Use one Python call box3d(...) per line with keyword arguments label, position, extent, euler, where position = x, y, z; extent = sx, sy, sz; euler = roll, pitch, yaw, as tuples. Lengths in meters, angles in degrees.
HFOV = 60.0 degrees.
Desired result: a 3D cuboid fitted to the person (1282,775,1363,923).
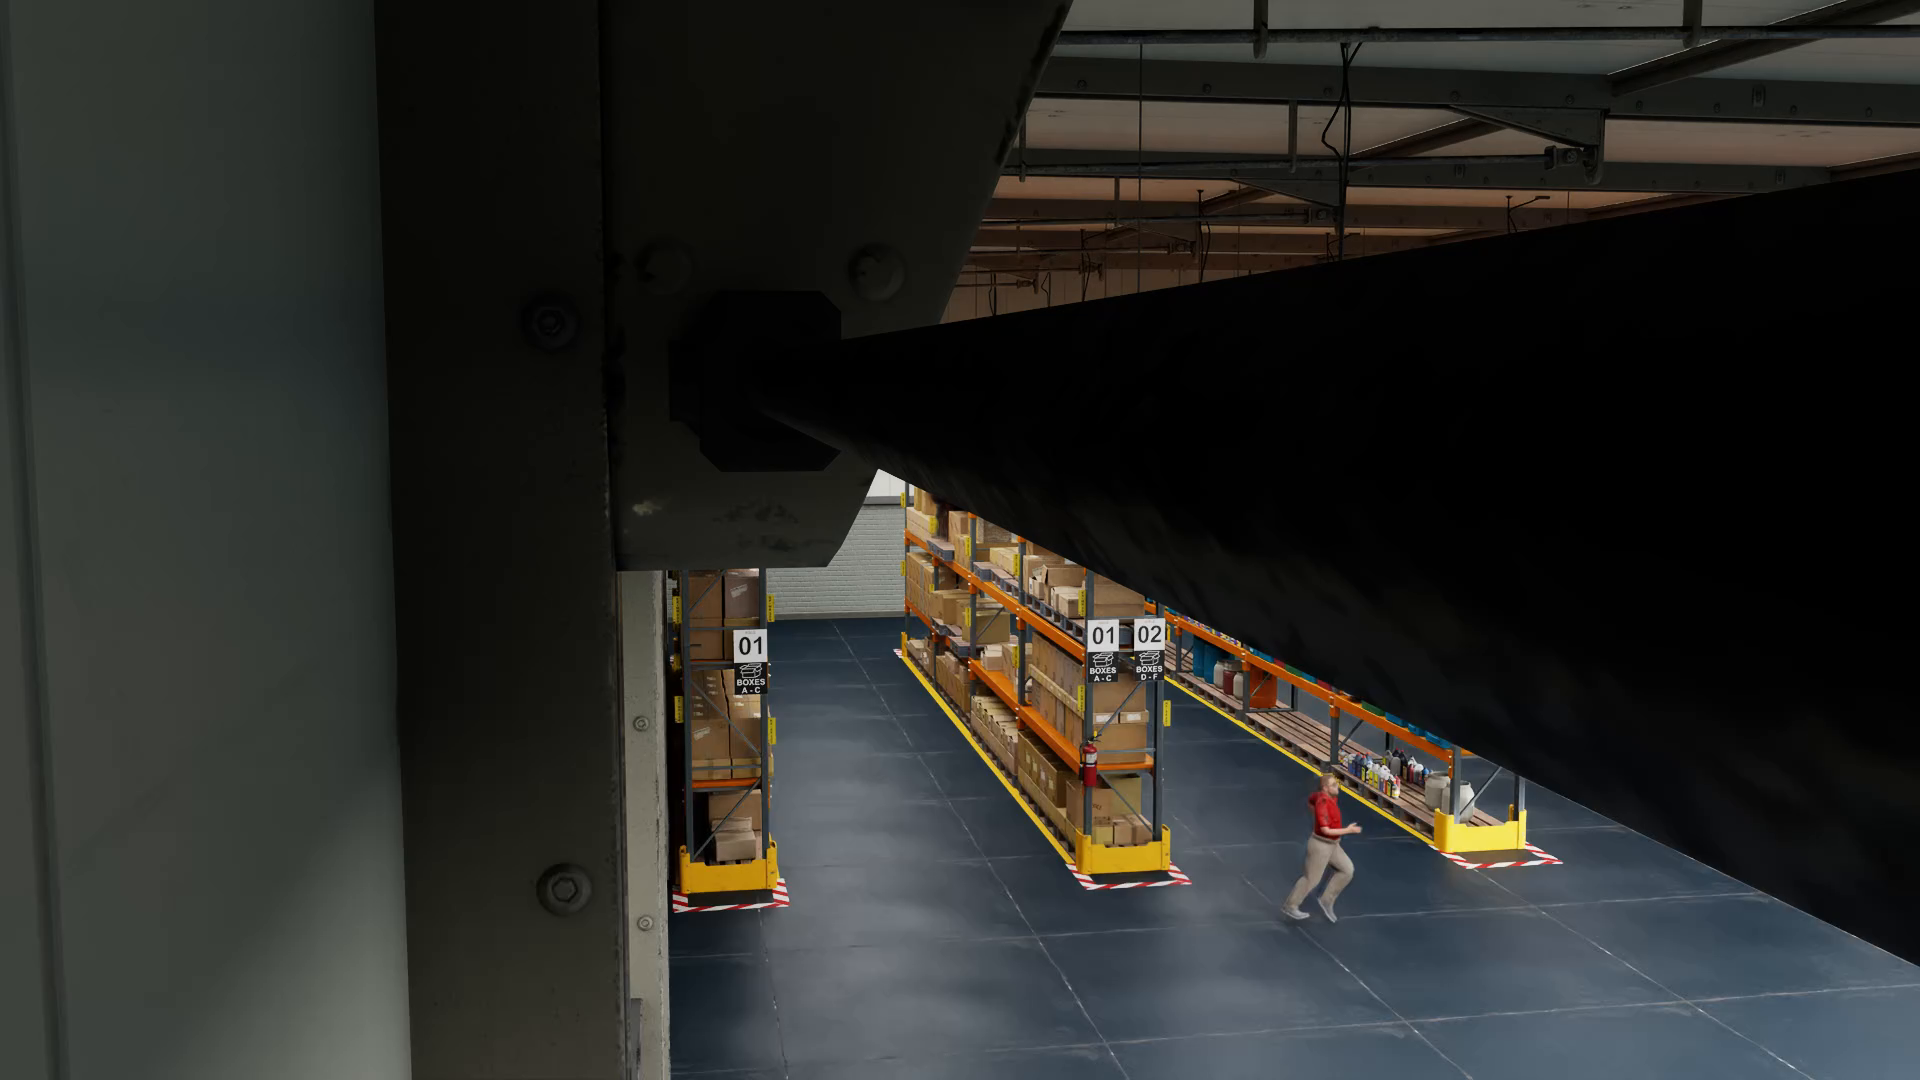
box3d(label="person", position=(4.148, 3.521, 18.954), extent=(0.881, 1.736, 0.674), euler=(3, 6, 24))
